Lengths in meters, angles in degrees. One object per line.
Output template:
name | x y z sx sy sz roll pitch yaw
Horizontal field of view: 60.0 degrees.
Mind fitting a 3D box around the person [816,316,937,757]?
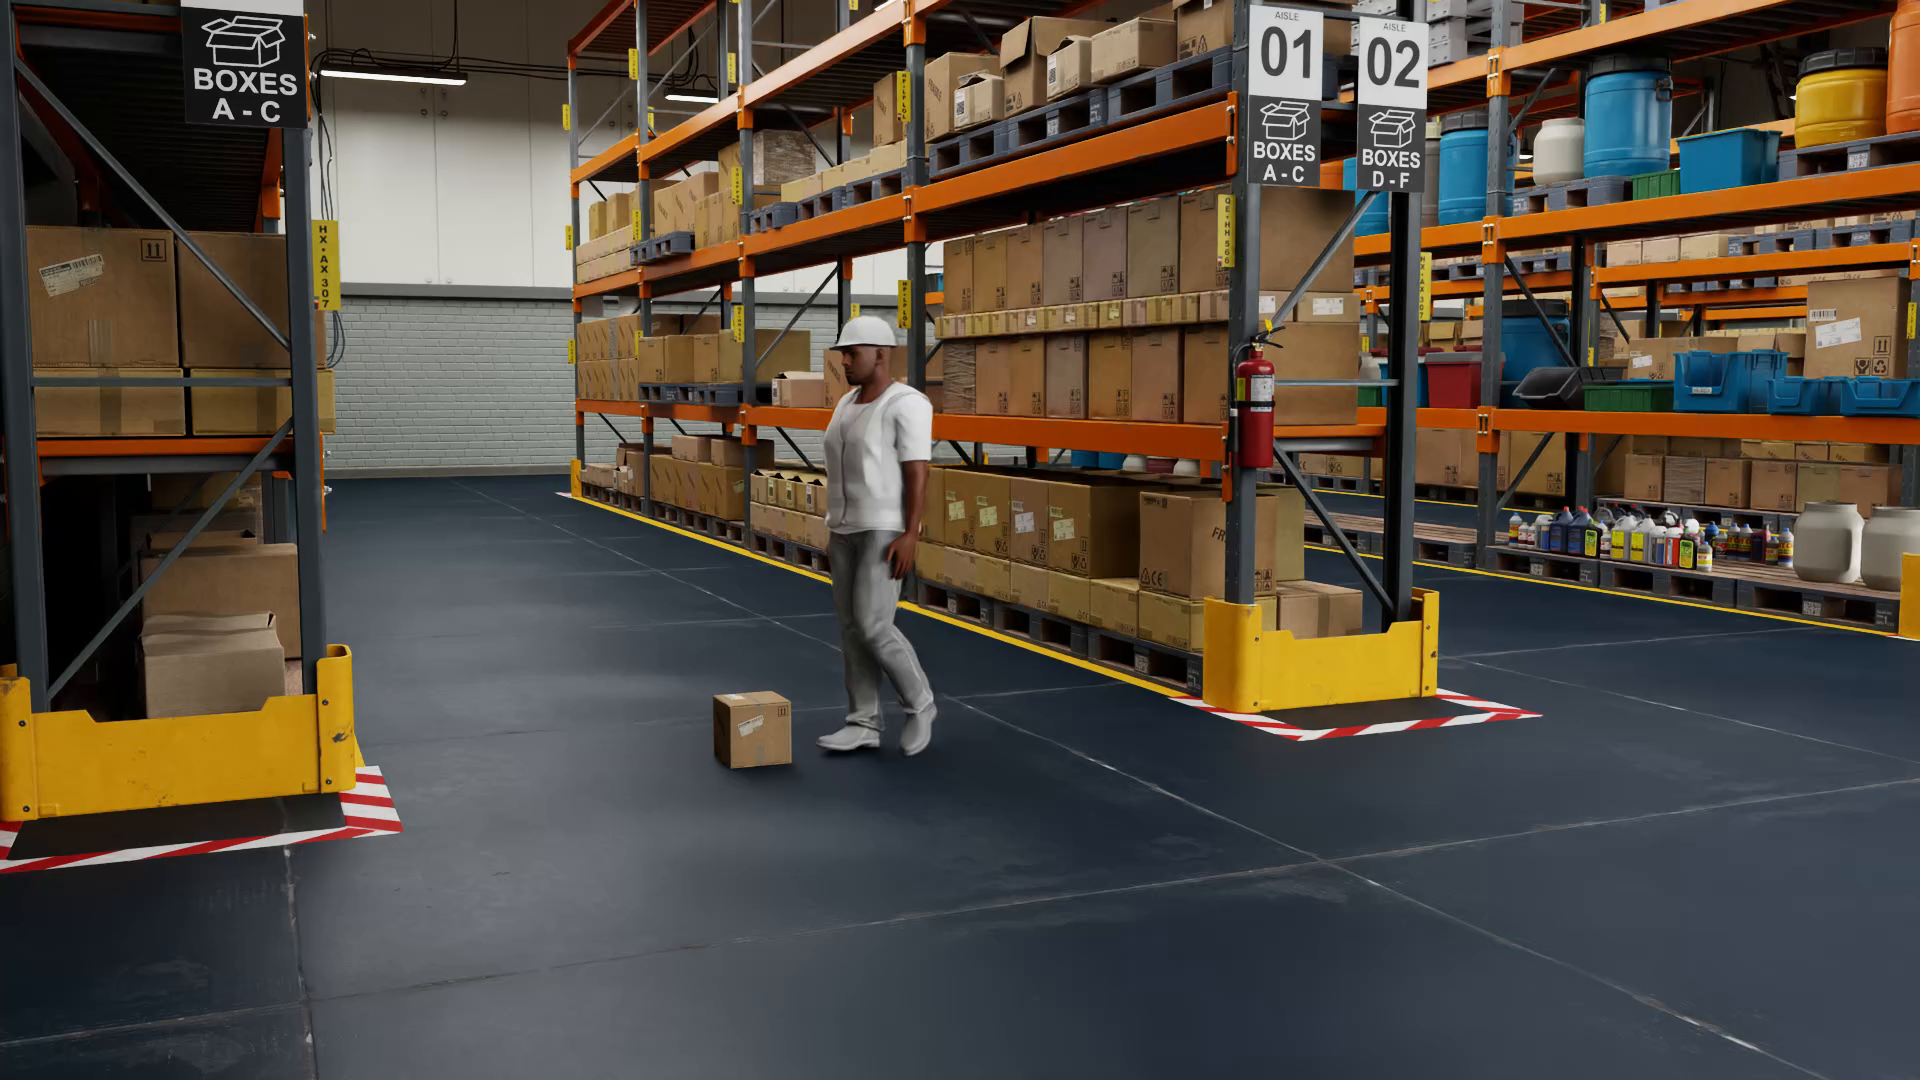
person | -0.374 -0.021 6.793 0.498 1.776 0.587 -5 7 -44
